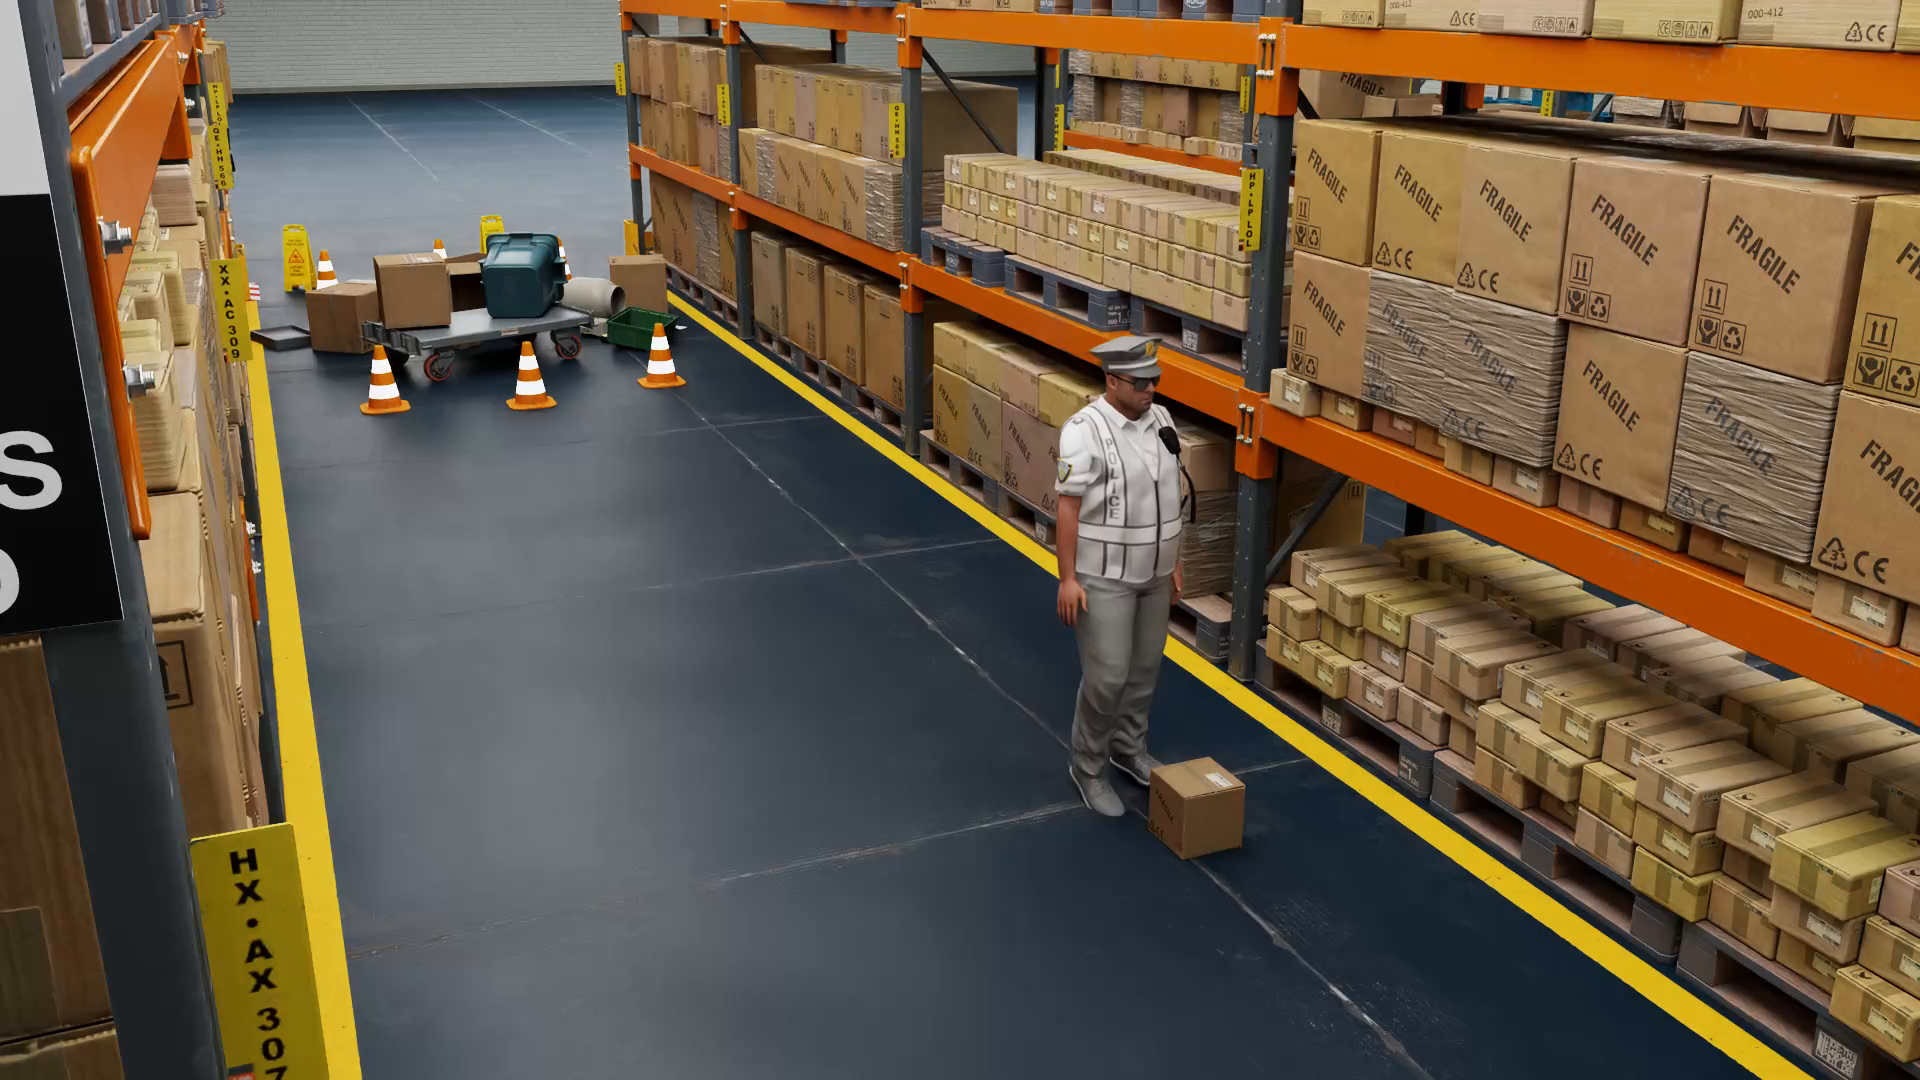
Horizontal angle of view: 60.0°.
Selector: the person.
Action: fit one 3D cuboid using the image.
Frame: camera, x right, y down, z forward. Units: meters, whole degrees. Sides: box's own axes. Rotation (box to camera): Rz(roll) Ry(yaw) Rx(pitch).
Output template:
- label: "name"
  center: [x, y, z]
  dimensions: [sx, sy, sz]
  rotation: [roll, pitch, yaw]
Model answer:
- label: "person"
  center: [0.601, 0.137, 6.169]
  dimensions: [0.576, 1.817, 0.394]
  rotation: [-14, 23, -35]
